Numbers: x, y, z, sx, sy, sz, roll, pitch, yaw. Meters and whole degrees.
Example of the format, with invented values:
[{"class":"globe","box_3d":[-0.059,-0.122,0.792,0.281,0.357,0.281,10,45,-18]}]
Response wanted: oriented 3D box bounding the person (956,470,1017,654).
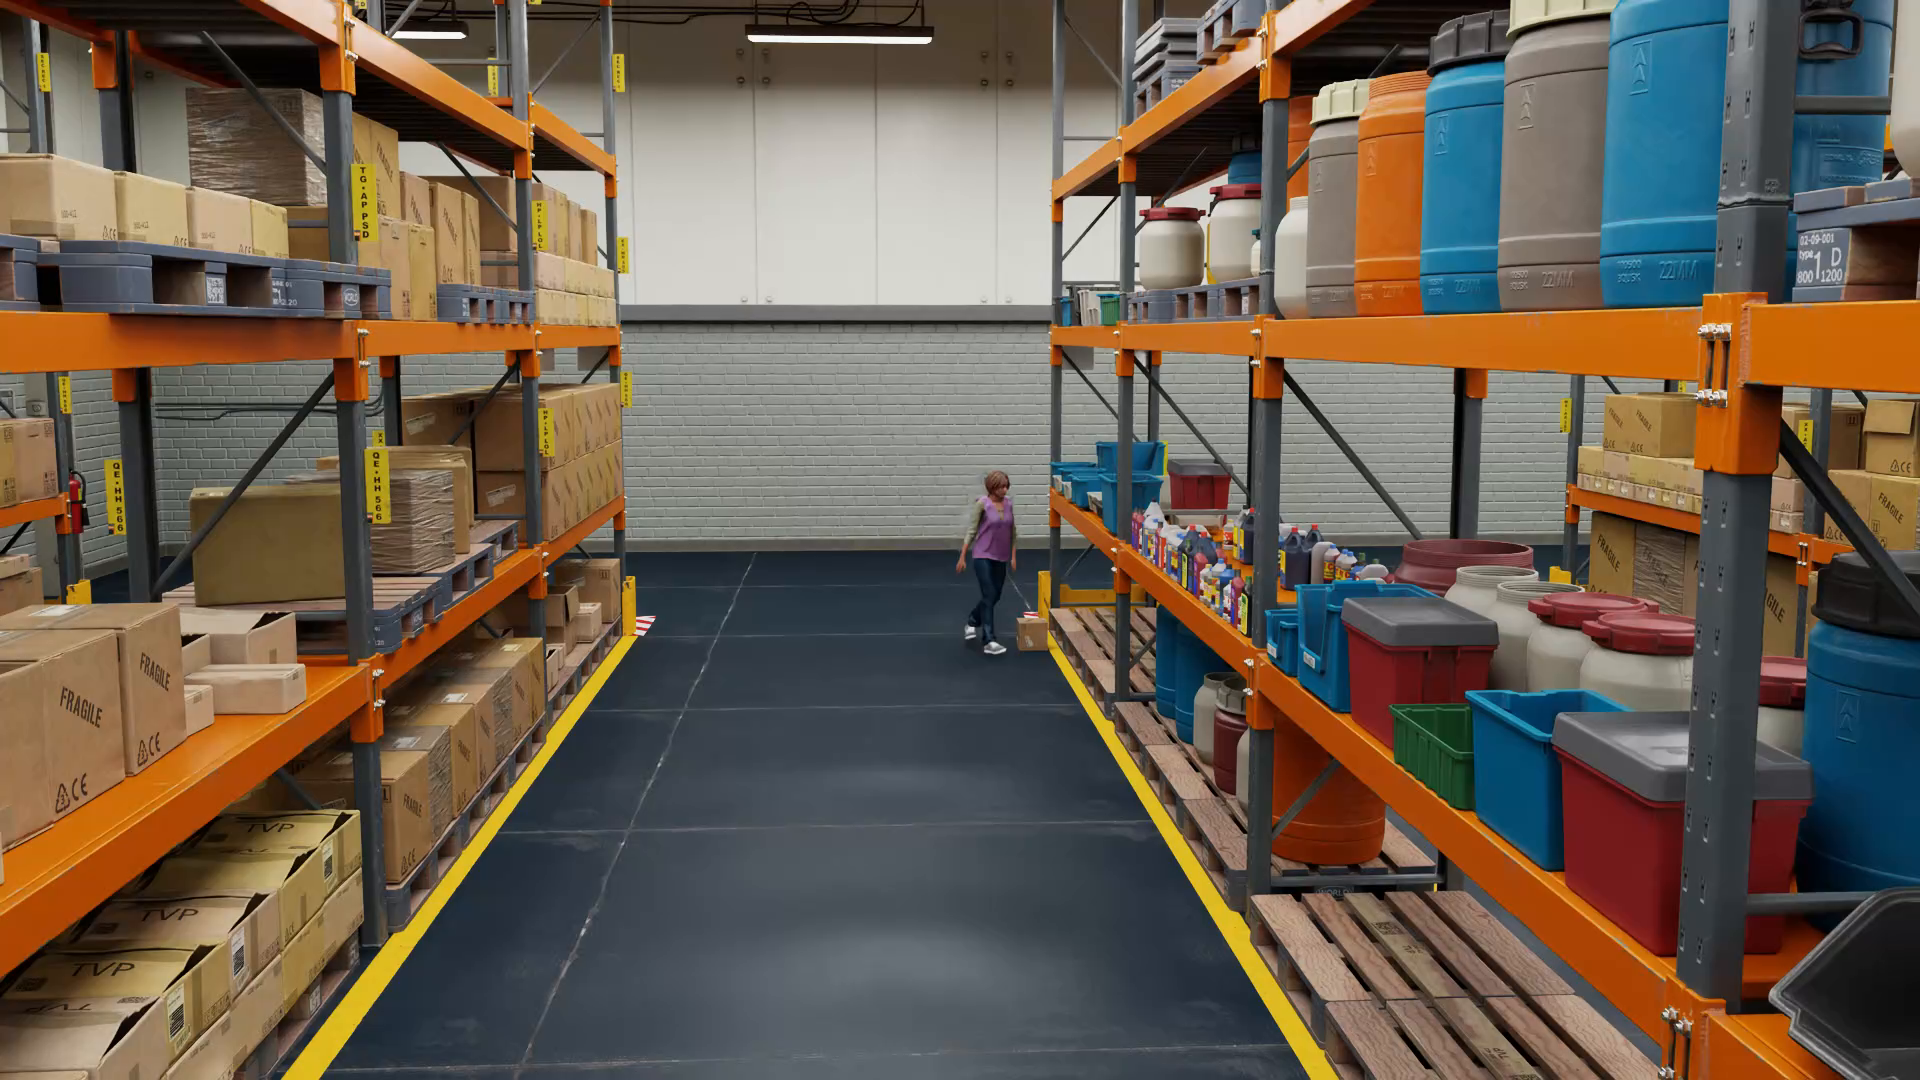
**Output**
[{"class":"person","box_3d":[0.249,0.171,14.427,0.545,1.550,0.777,-5,9,-35]}]
